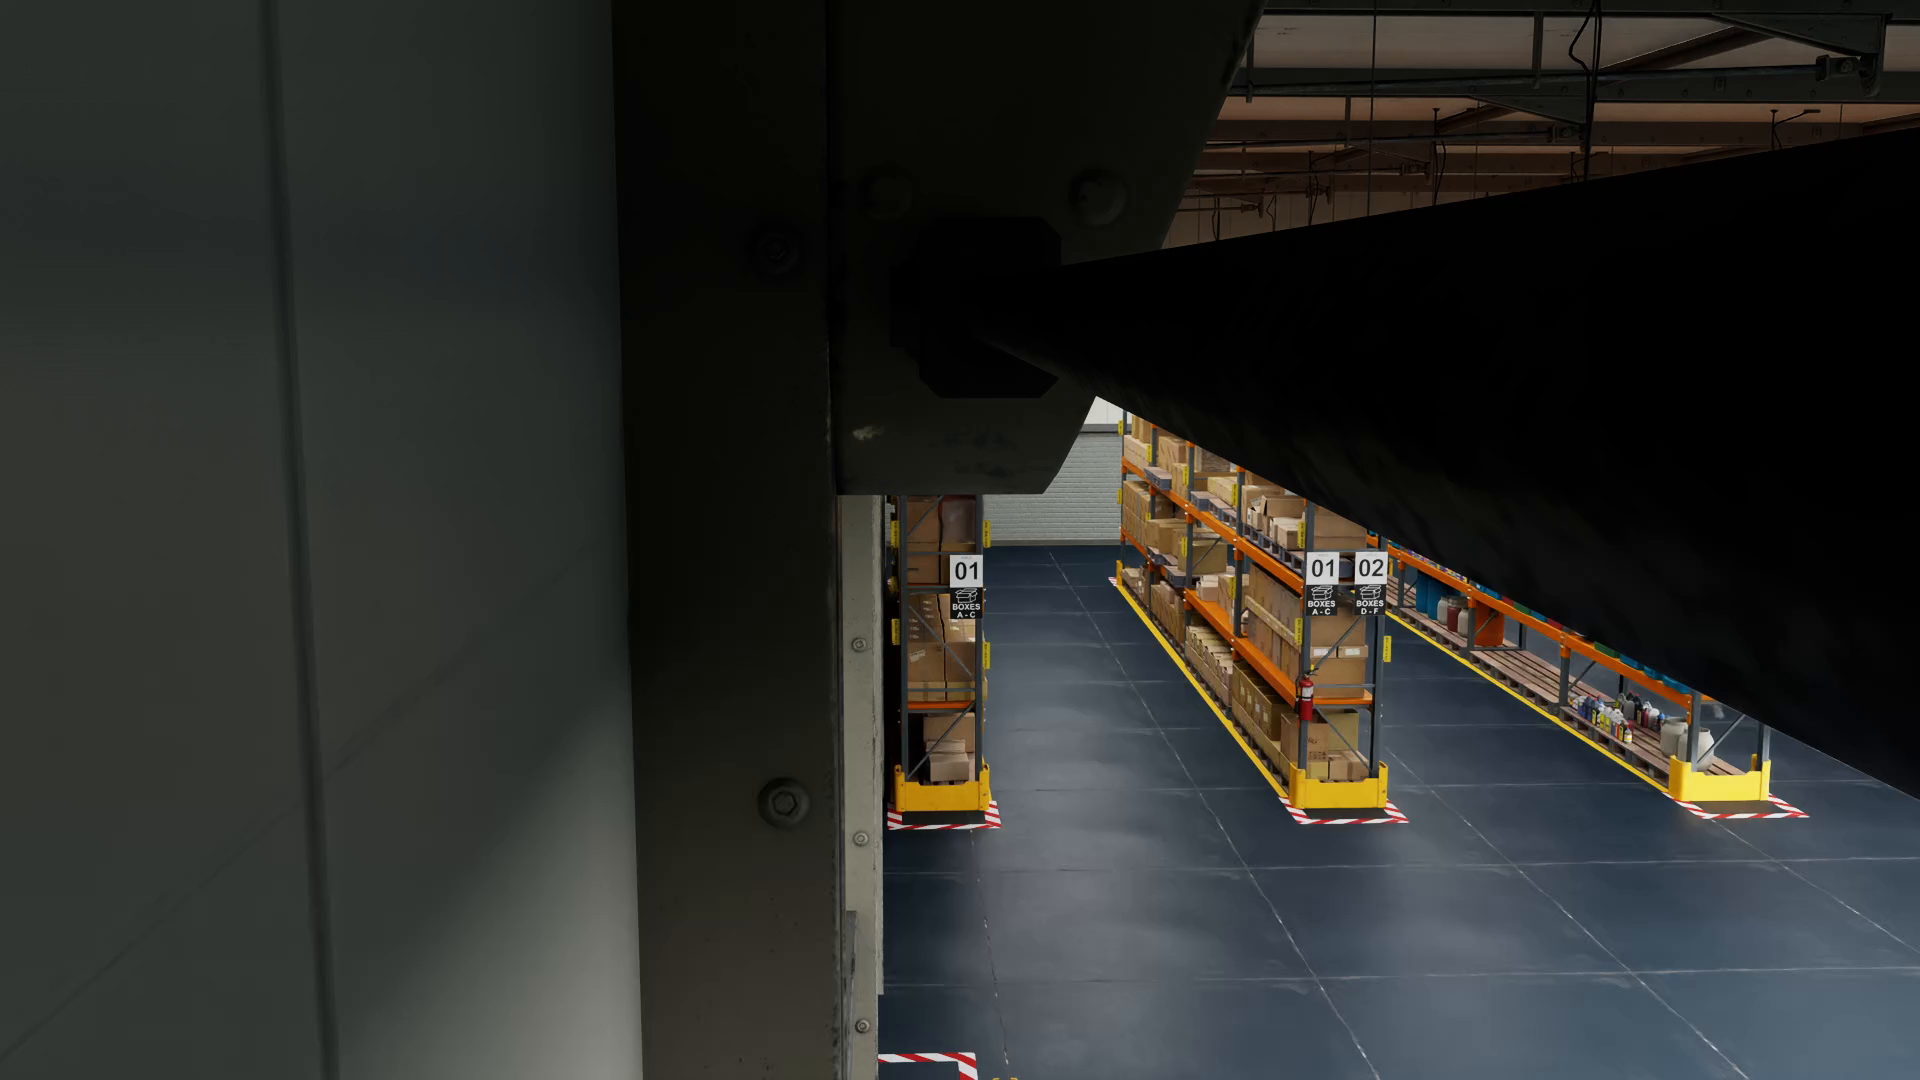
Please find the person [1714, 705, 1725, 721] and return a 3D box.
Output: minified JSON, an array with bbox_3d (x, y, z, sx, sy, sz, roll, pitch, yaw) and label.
[{"bbox_3d":[11.628,1.768,25.142,0.559,1.807,0.844,0,8,2],"label":"person"}]
